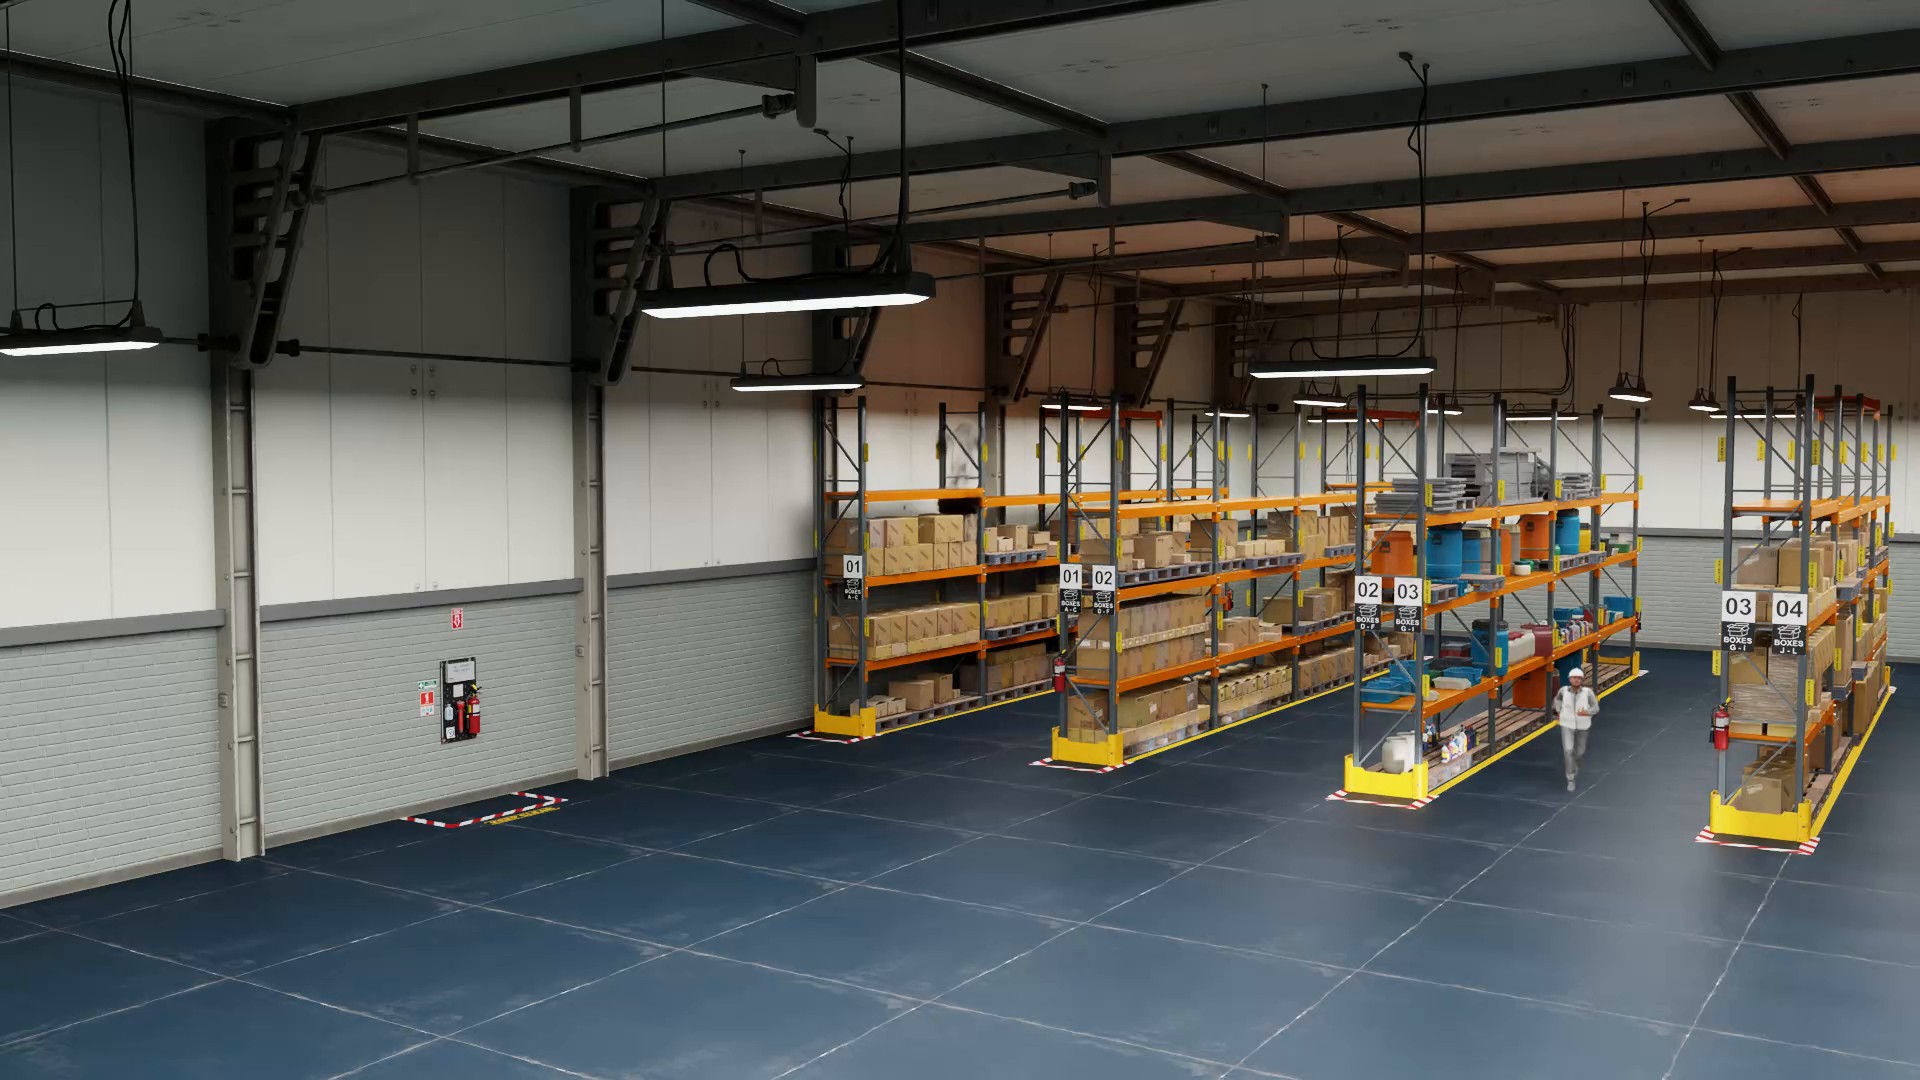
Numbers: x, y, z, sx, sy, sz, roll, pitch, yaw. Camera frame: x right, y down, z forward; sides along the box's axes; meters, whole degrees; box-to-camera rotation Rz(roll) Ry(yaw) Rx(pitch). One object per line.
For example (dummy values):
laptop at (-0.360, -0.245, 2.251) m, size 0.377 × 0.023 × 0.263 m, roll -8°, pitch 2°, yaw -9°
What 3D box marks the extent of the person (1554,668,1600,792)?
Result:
person at (9.260, 2.822, 24.978) m, size 0.608 × 1.817 × 1.077 m, roll 1°, pitch 3°, yaw 13°
